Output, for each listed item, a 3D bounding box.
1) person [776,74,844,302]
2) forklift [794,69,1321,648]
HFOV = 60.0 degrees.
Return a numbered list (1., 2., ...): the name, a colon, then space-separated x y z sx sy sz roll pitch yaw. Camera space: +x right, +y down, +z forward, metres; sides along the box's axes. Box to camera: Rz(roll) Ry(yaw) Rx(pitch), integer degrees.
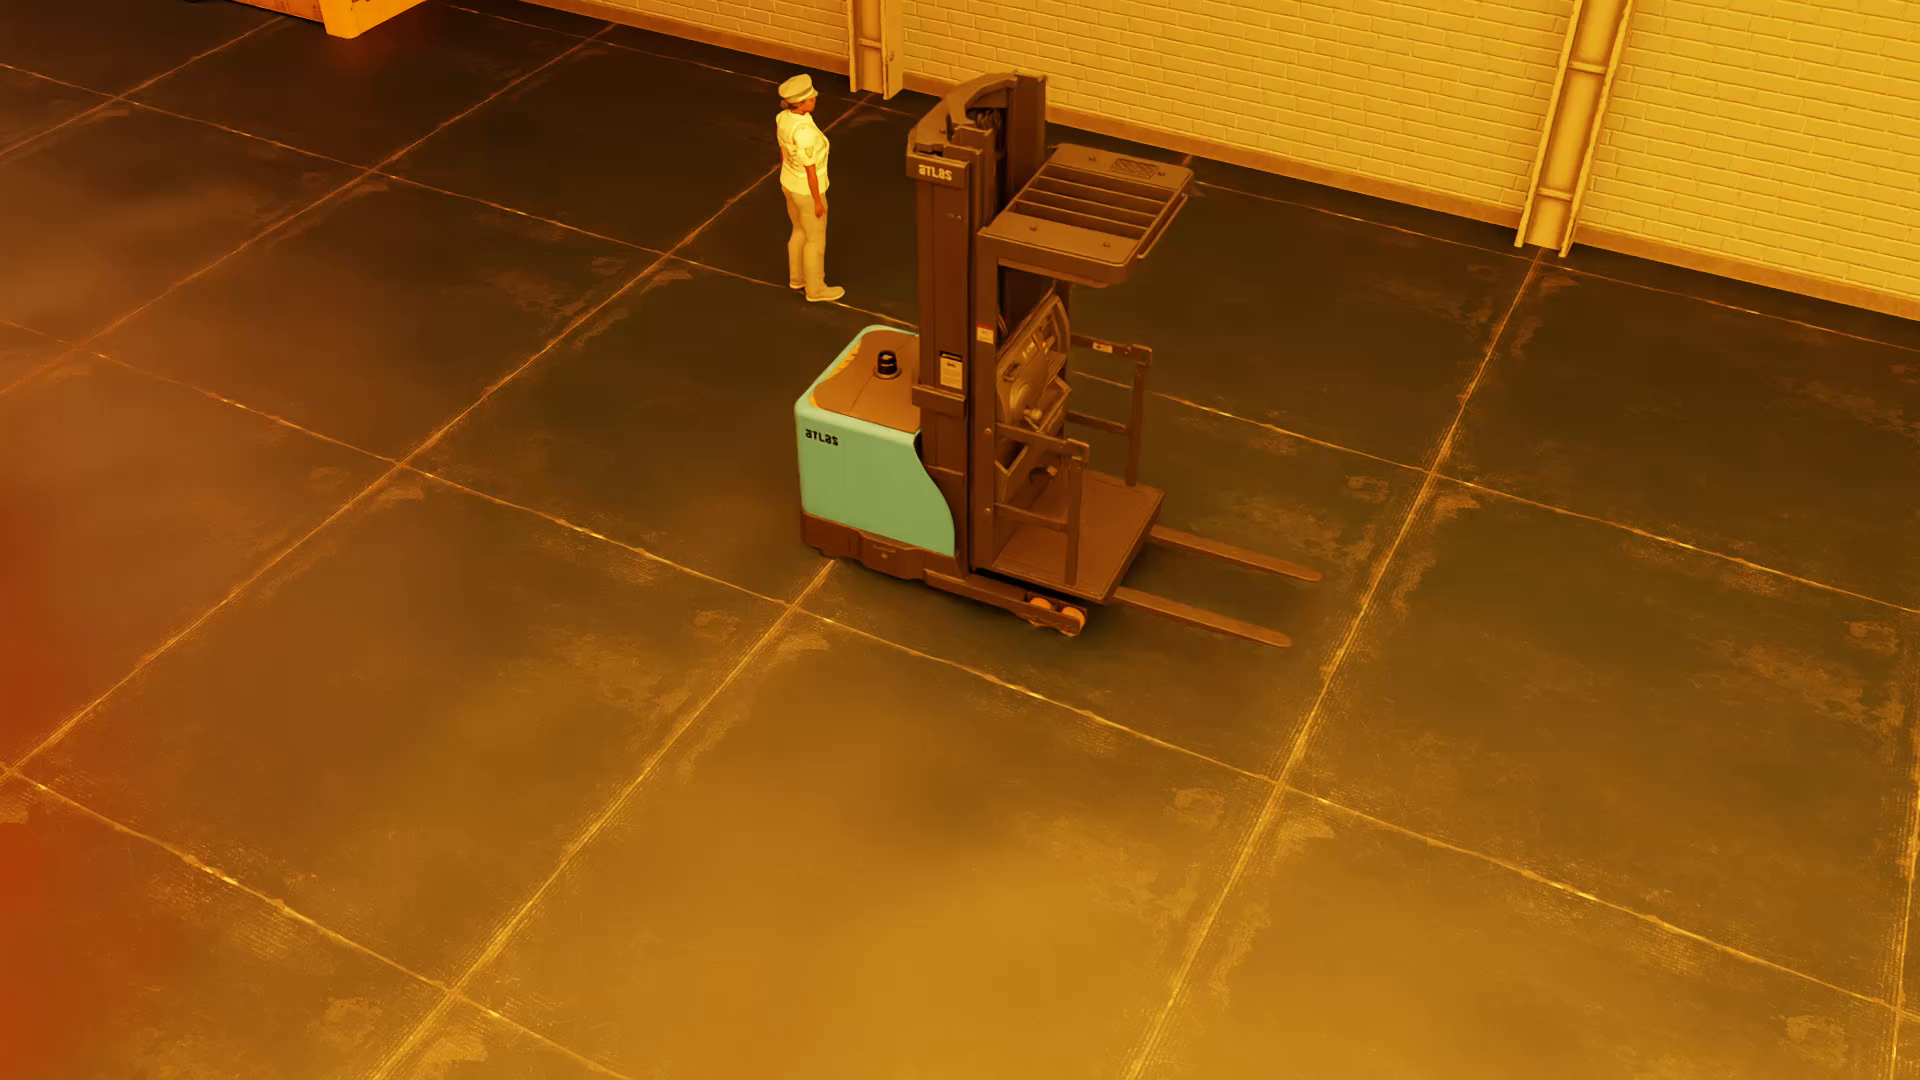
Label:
1. person: -1.100 -2.526 11.958 0.345 1.685 0.462 -21 44 -23
2. forklift: 0.588 -0.960 9.126 3.031 2.935 1.130 16 43 19
